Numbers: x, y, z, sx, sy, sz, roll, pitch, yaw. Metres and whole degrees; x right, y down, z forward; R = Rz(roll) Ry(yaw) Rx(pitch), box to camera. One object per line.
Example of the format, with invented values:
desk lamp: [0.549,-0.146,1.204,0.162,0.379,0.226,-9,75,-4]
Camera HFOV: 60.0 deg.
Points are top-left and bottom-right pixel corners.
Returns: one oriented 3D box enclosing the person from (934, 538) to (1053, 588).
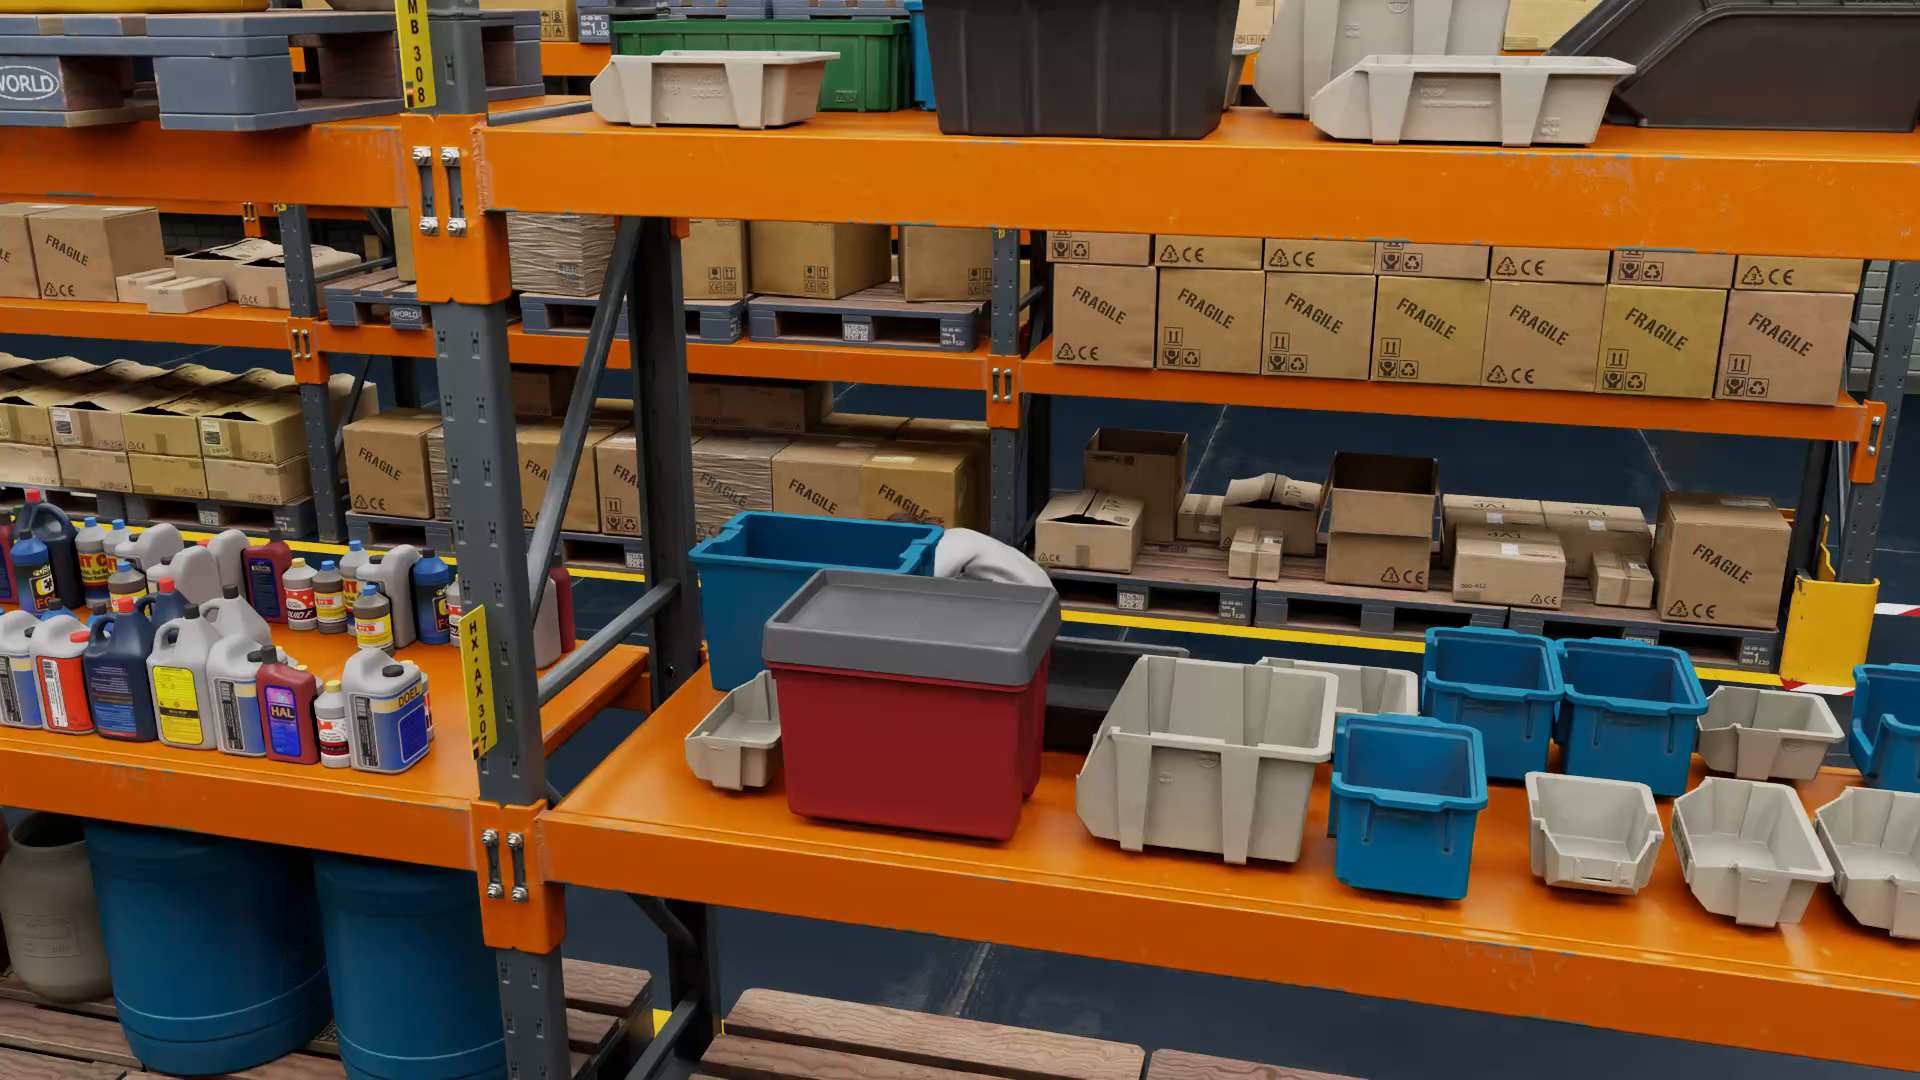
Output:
person: [0.012,0.334,7.603,0.845,0.803,0.459,4,19,12]
